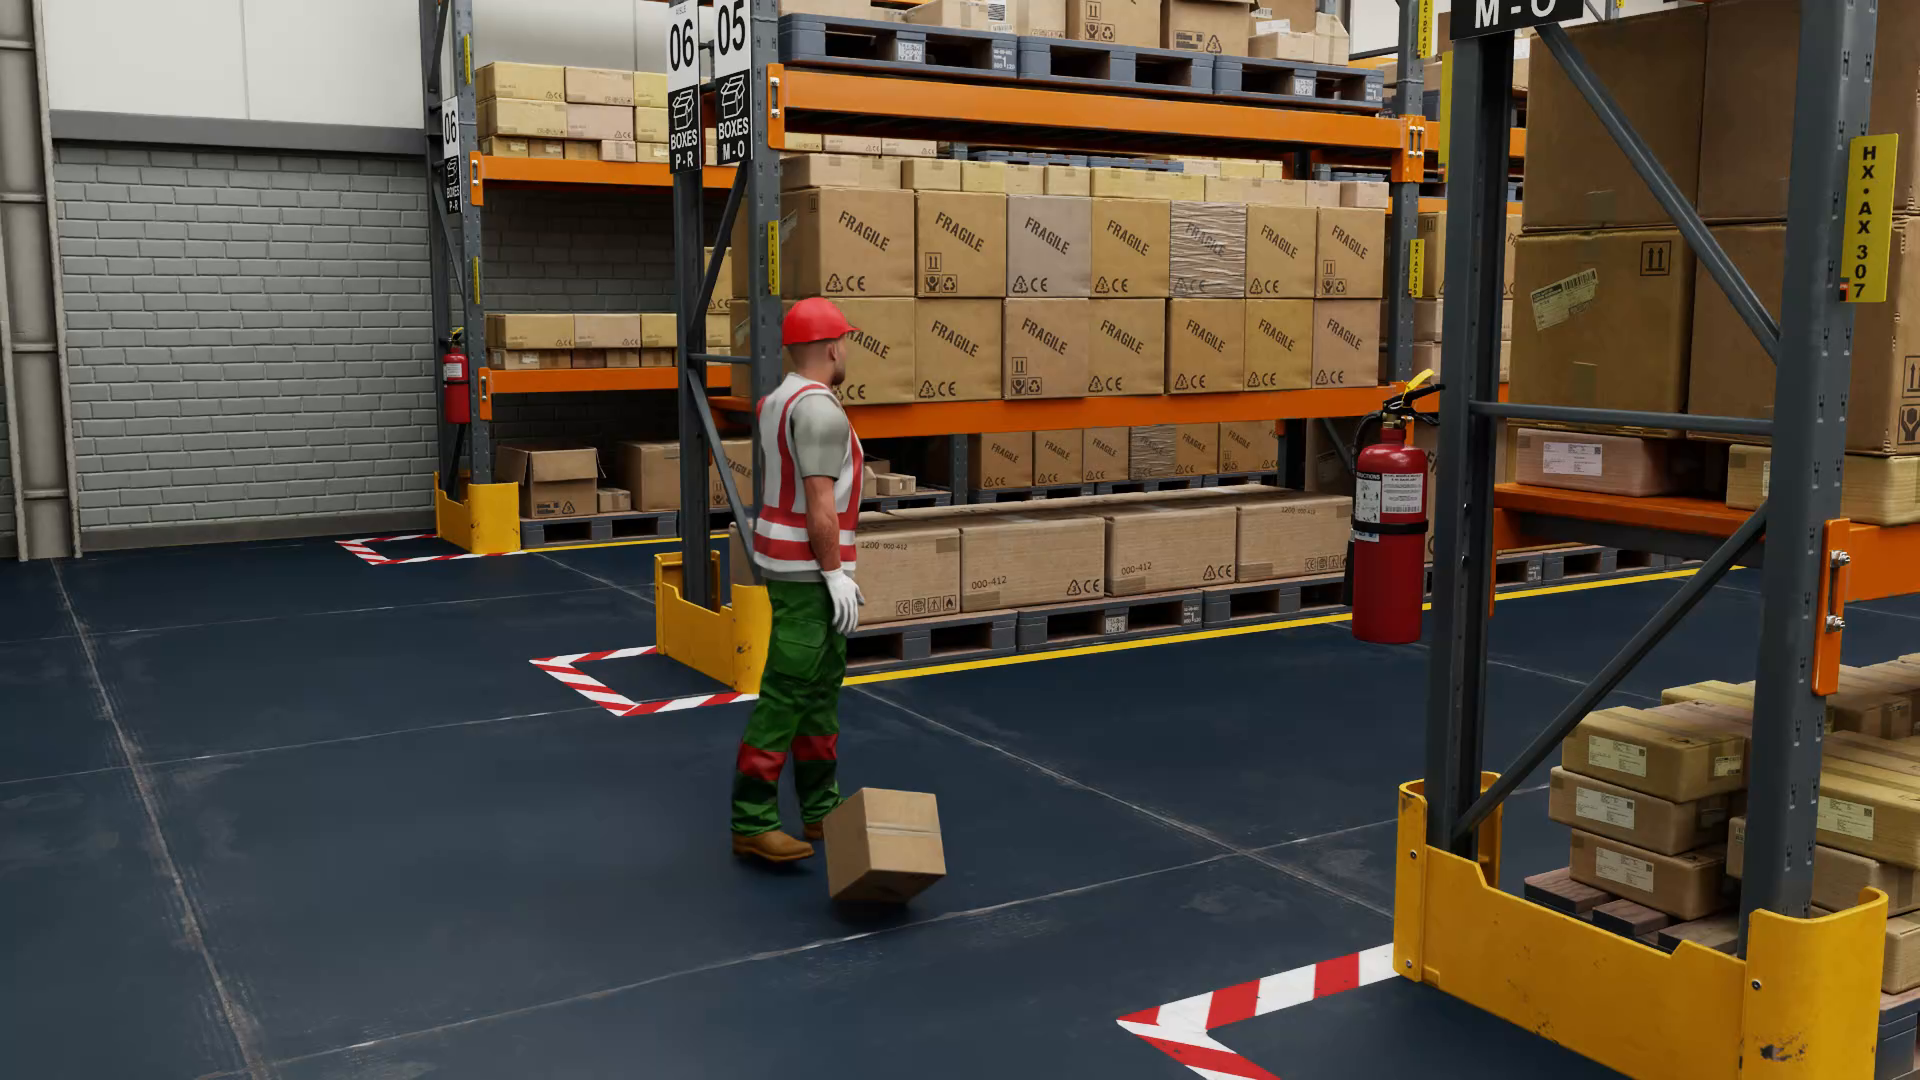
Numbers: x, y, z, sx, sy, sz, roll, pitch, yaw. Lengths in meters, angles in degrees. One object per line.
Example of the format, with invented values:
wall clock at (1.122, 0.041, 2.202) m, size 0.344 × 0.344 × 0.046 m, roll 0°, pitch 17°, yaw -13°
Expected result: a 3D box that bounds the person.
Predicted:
person at (-0.497, 0.120, 5.373) m, size 0.558 × 1.791 × 0.573 m, roll -3°, pitch 8°, yaw -17°
